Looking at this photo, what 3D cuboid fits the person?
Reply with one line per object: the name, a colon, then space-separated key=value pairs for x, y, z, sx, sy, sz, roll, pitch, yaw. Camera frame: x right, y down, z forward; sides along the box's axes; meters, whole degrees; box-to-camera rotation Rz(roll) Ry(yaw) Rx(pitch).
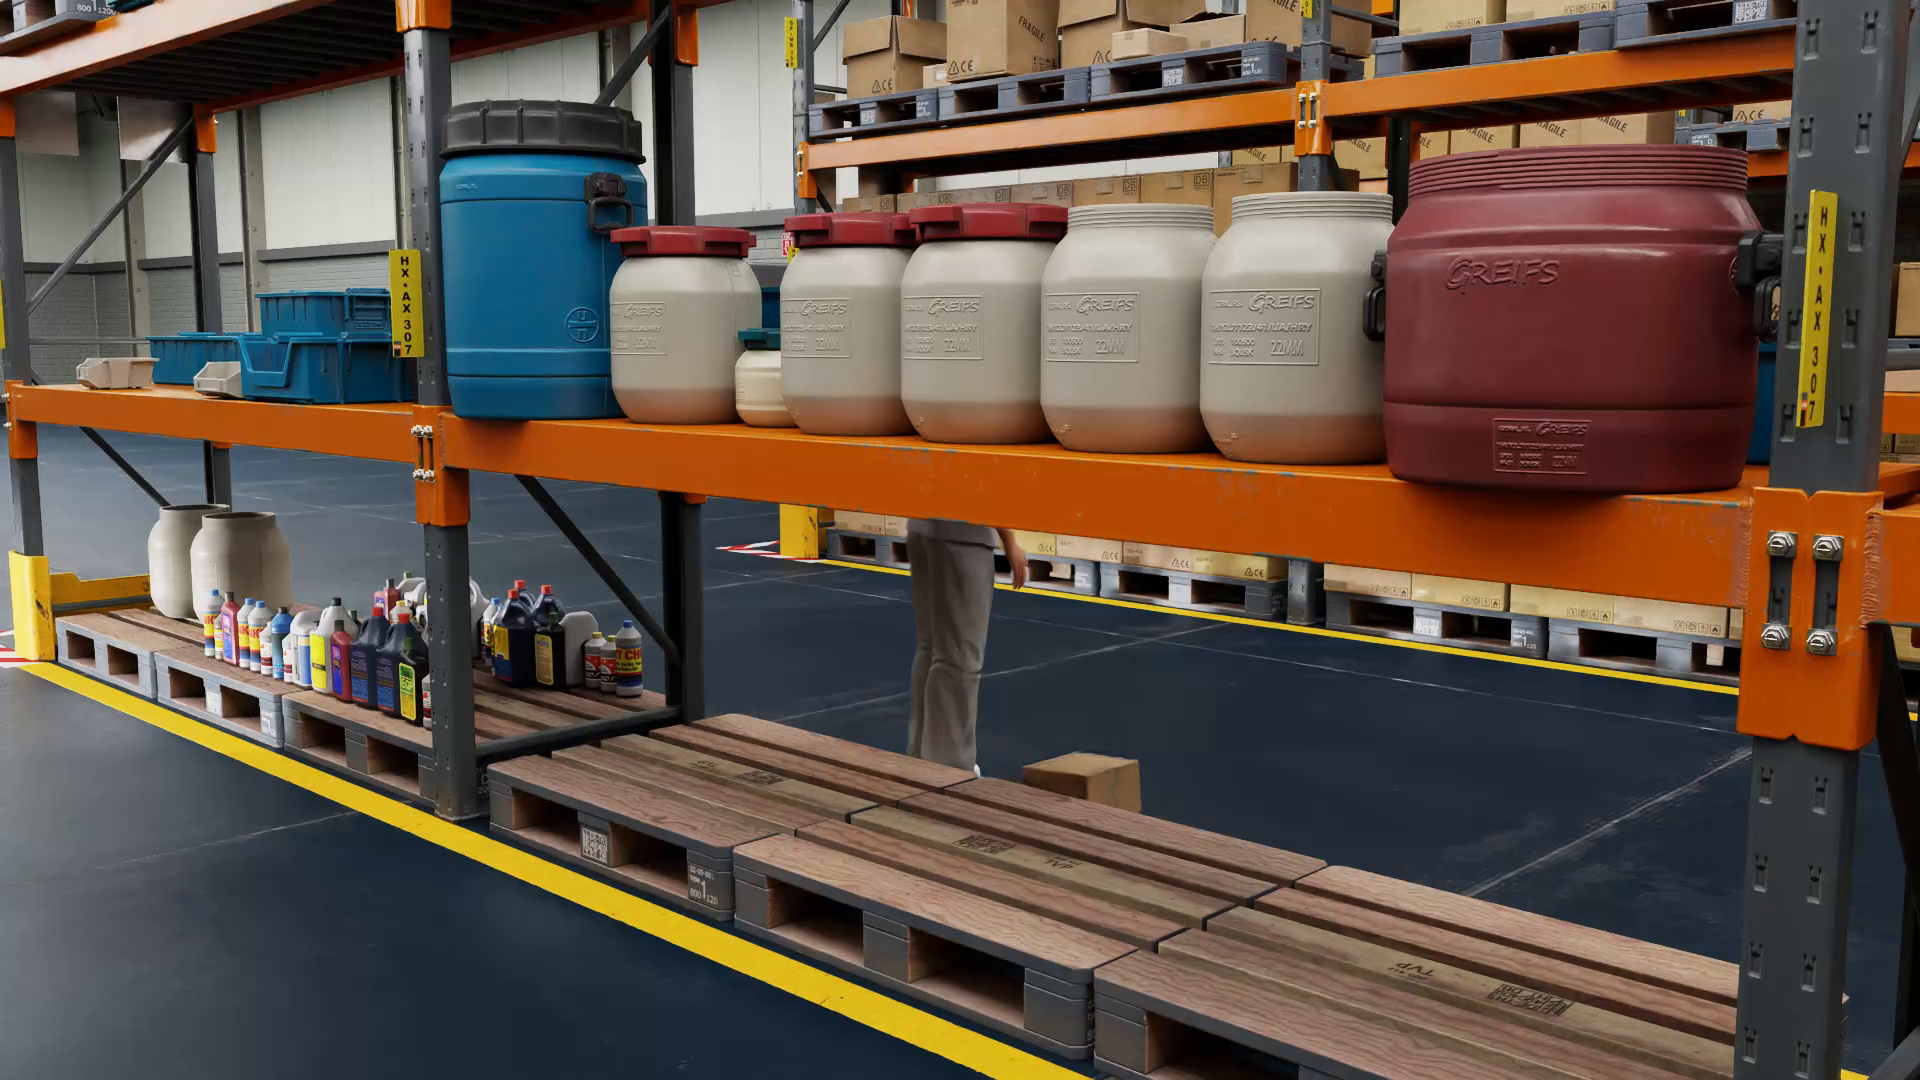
person: x=-0.006 y=0.027 z=5.348 sx=0.376 sy=1.678 sz=0.574 roll=-4 pitch=8 yaw=-26
